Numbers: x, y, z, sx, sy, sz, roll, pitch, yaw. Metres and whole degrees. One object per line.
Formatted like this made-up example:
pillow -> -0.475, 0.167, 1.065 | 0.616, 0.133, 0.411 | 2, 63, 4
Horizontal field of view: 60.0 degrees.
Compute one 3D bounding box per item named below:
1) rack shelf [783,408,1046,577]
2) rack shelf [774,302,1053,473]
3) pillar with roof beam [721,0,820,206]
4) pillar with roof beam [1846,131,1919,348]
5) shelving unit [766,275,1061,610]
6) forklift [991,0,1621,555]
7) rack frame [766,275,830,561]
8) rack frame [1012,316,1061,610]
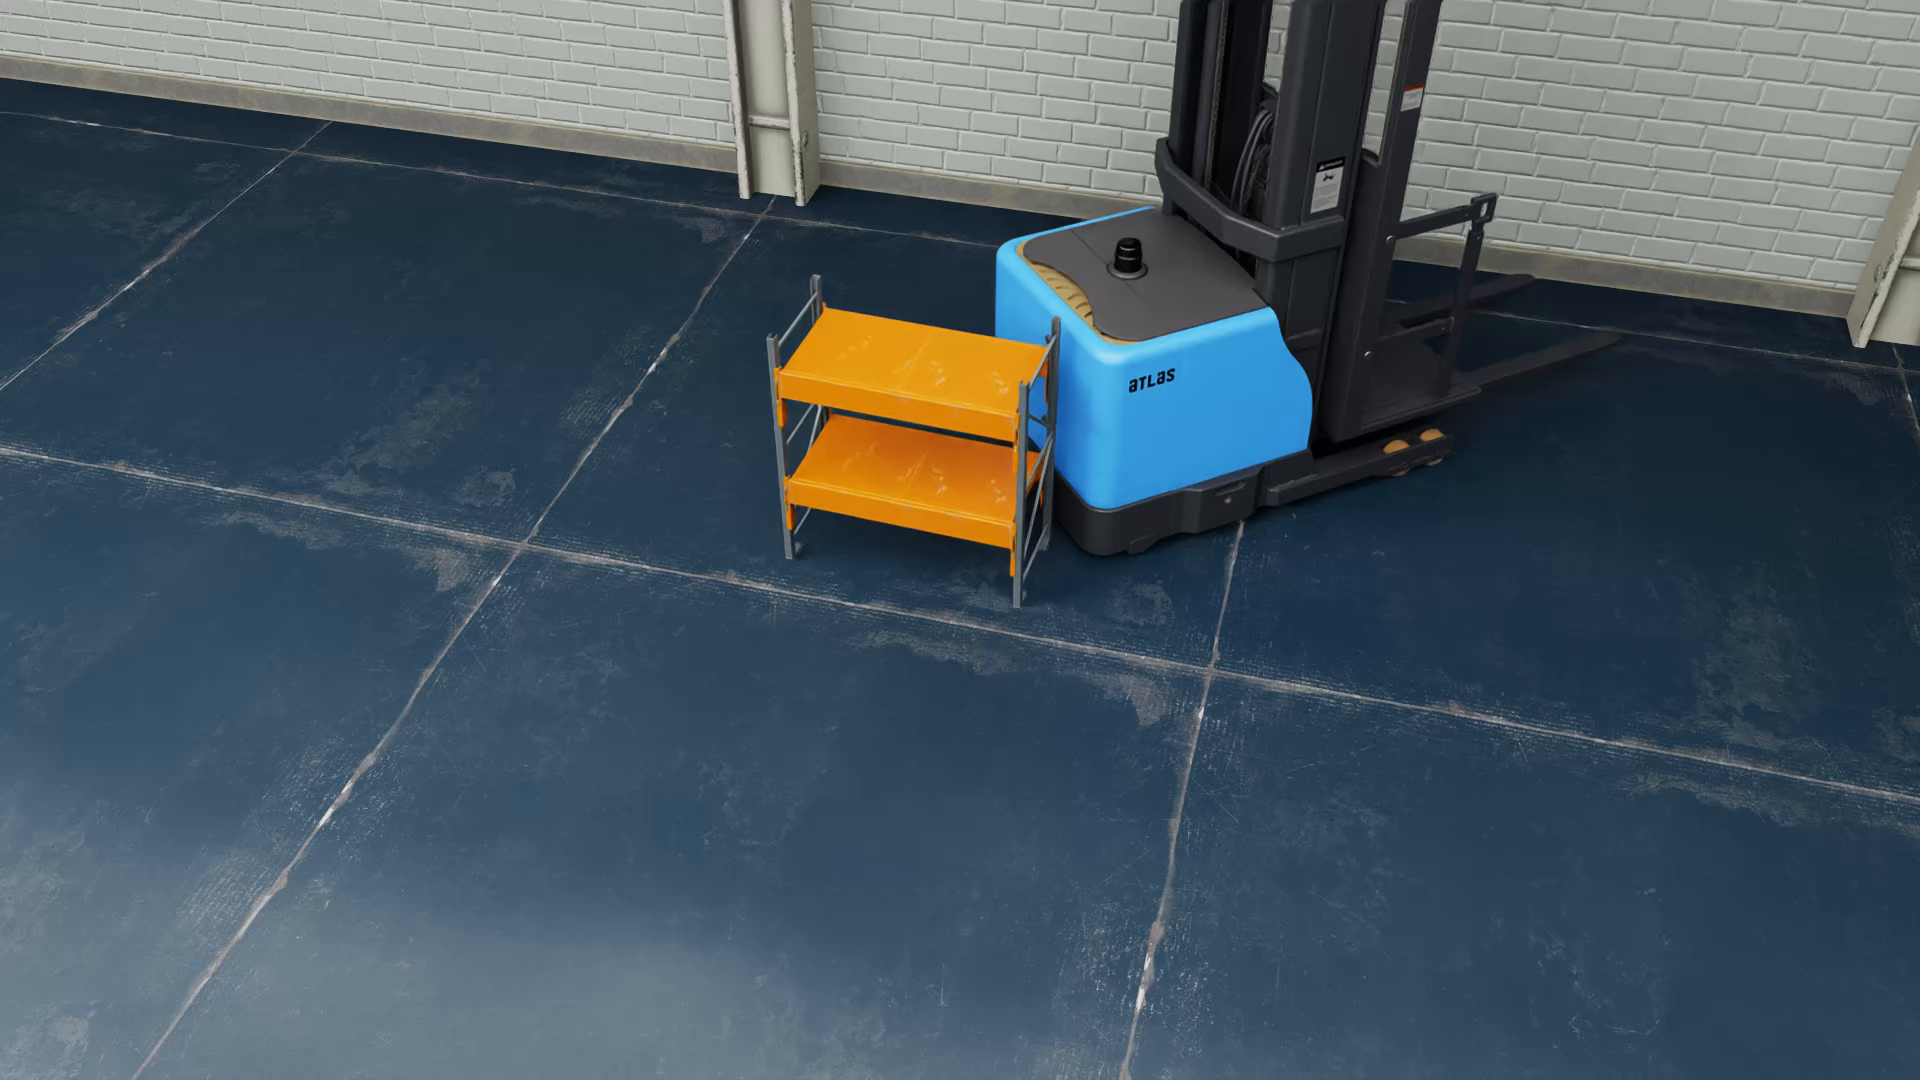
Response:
rack shelf -> -0.175, -0.211, 7.007 | 1.000, 0.278, 0.538 | 12, 41, 14
rack shelf -> -0.175, -0.622, 6.661 | 1.000, 0.278, 0.538 | 12, 41, 14
pillar with roof beam -> -2.154, -2.812, 3.601 | 0.400, 9.000, 9.100 | 10, 41, 11
pillar with roof beam -> 3.642, -1.814, 2.413 | 0.400, 9.000, 9.100 | 10, 41, 11
shelving unit -> -0.175, -0.398, 6.849 | 1.048, 1.125, 0.538 | 12, 41, 14
forklift -> 1.698, -1.702, 6.998 | 3.031, 2.935, 1.130 | -17, 43, -19
rack frame -> -0.659, -0.498, 6.968 | 0.032, 1.125, 0.500 | 12, 41, 14
rack frame -> 0.309, -0.298, 6.730 | 0.032, 1.125, 0.500 | 12, 41, 14
